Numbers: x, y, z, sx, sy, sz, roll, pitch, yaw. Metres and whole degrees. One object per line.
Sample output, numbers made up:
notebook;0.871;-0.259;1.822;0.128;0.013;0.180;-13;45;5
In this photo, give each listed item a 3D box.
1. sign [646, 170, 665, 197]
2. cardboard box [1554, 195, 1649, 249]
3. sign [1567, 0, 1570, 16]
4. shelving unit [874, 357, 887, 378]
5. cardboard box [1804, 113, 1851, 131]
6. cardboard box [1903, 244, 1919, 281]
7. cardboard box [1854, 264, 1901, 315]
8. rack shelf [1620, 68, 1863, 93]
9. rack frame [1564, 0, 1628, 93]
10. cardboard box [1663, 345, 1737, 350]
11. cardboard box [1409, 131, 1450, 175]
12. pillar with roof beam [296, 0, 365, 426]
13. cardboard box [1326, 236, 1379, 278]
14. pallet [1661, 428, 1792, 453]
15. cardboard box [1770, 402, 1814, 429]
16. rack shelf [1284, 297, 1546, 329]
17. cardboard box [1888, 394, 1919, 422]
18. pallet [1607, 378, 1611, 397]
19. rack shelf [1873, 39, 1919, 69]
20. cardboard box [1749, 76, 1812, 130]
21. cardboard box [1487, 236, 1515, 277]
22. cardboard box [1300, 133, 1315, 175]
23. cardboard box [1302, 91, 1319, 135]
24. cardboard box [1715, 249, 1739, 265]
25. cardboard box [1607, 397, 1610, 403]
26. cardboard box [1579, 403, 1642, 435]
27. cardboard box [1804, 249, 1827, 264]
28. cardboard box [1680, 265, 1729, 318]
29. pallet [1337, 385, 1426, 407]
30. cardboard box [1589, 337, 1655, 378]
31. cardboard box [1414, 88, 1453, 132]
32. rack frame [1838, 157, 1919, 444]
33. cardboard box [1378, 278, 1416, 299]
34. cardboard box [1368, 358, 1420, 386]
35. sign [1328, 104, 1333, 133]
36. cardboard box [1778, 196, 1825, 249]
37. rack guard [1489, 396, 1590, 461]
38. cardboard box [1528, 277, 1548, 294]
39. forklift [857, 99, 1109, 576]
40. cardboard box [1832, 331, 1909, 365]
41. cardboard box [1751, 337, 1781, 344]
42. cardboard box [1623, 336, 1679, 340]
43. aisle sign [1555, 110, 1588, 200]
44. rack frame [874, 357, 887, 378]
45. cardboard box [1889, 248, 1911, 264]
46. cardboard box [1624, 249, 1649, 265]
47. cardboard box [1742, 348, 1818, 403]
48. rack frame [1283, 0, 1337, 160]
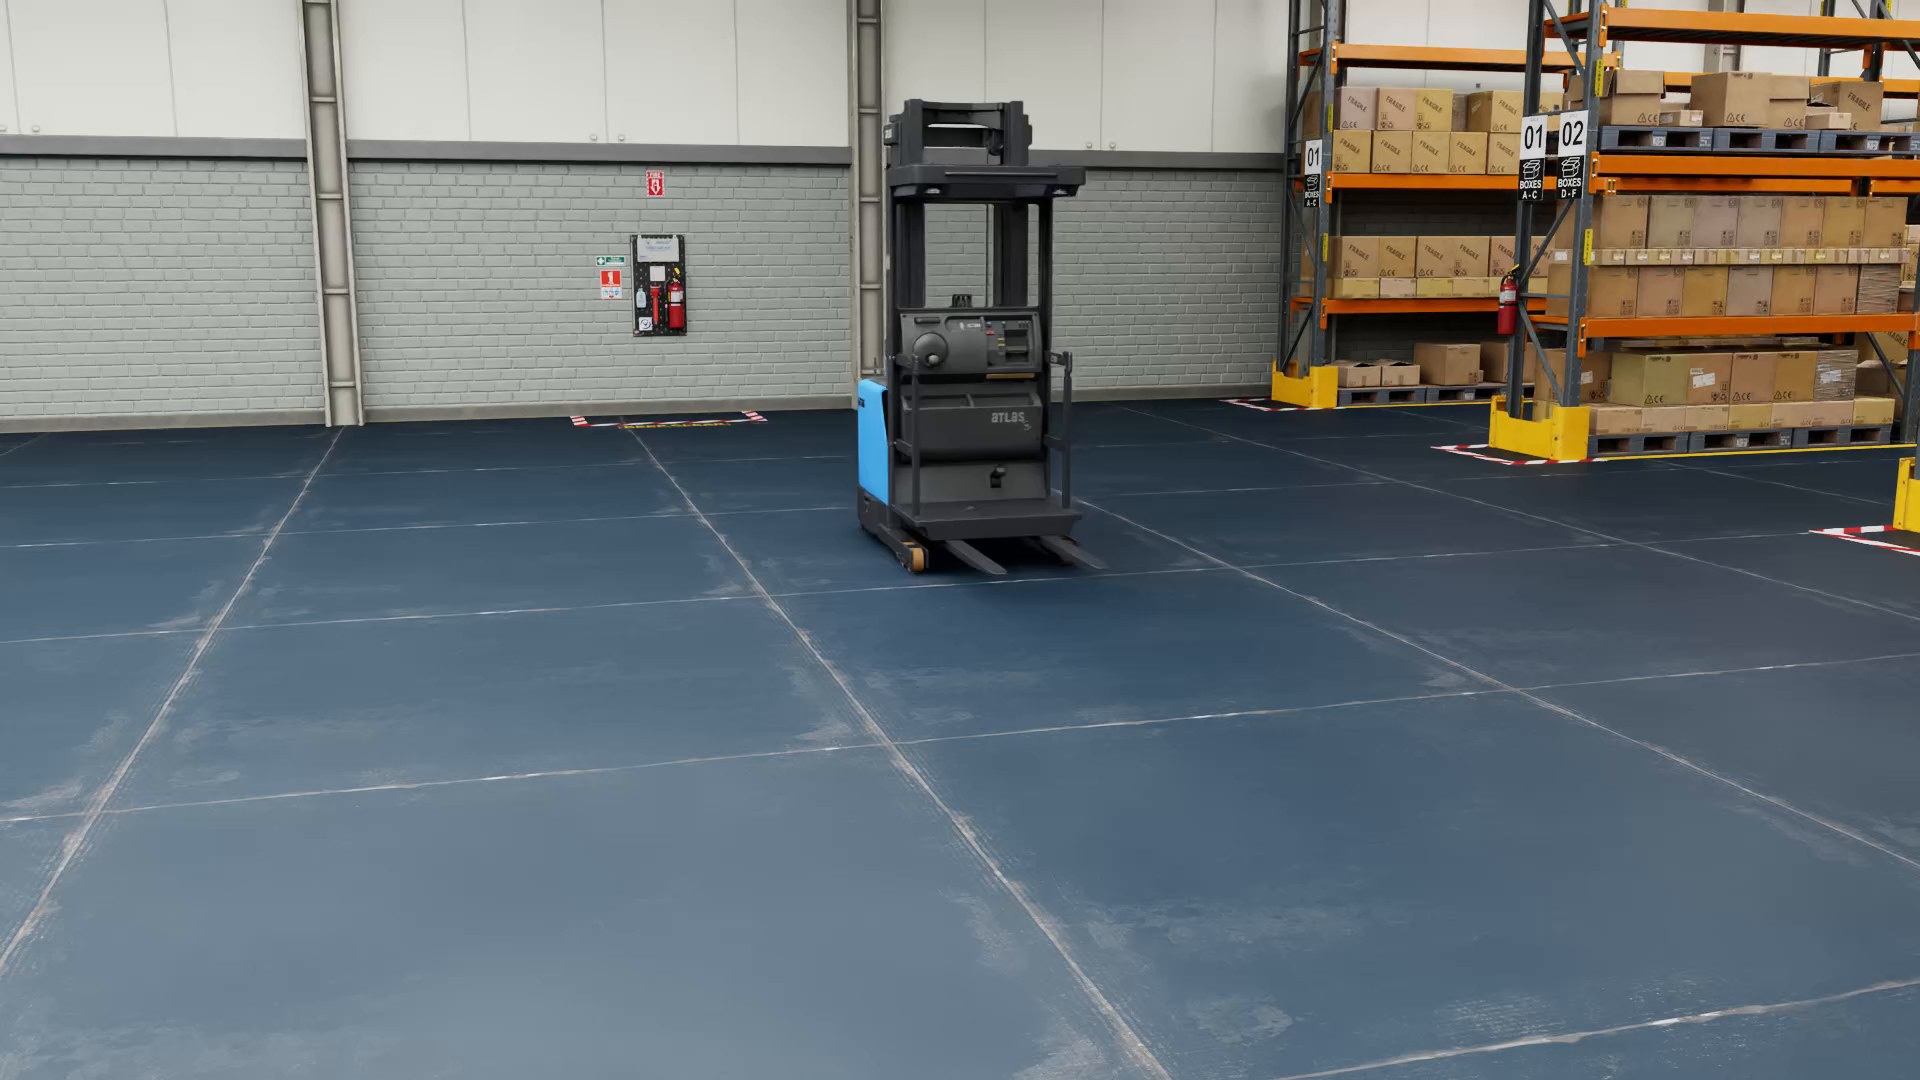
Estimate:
sign;-3.513;-4.108;19.176;0.199;0.298;0.001;-3;11;-16
cardboard box;6.127;-3.038;15.905;0.500;0.500;0.700;-3;11;-16
sign;7.916;-6.974;21.557;0.005;0.325;0.100;-3;11;-16
shelving unit;-0.357;-0.755;12.333;0.503;1.200;0.258;-5;12;-25
cardboard box;8.383;-4.048;16.111;0.250;0.149;0.380;-3;11;-16
cardboard box;12.961;-3.803;22.766;0.500;0.500;0.500;-3;11;-14
cardboard box;9.041;-2.555;16.863;0.500;0.500;0.700;-3;11;-17
rack shelf;9.997;-5.891;21.785;4.000;0.370;1.077;-3;11;-16
rack frame;8.077;-6.341;21.134;0.127;3.000;1.000;-3;11;-16
cardboard box;7.493;-1.707;16.897;0.500;0.500;0.500;-3;11;-16
cardboard box;5.650;-4.743;20.411;0.500;0.500;0.500;-2;11;-13
pillar with roof beam;-5.652;-4.968;13.680;0.400;9.000;9.100;-3;11;-16
cardboard box;4.779;-3.465;20.369;0.500;0.500;0.500;-3;11;-16
pallet;7.516;-1.063;16.735;1.213;0.211;1.003;-3;11;-16
cardboard box;8.122;-1.271;16.598;0.500;0.250;0.500;-3;11;-16
rack shelf;6.157;-2.935;21.192;4.000;0.370;1.077;-3;11;-16
cardboard box;9.922;-1.361;17.088;0.500;0.250;0.500;-3;11;-17
pallet;8.824;-2.058;22.145;1.213;0.211;1.003;-3;11;-16
rack shelf;11.385;-5.030;17.108;4.000;0.370;1.077;-3;11;-16
cardboard box;7.849;-4.269;16.335;0.637;0.503;0.797;-2;11;-10
cardboard box;6.745;-3.568;20.928;0.500;0.500;0.500;-3;11;-18
cardboard box;4.566;-4.787;20.649;0.500;0.500;0.500;-2;11;-12
cardboard box;4.577;-5.281;20.570;0.500;0.500;0.500;-3;11;-13
cardboard box;7.298;-2.743;16.094;0.250;0.149;0.380;-3;11;-17
cardboard box;6.534;-1.287;16.687;0.500;0.250;0.500;-3;11;-16
cardboard box;6.202;-1.170;16.049;0.500;0.250;0.500;-3;11;-16
cardboard box;8.286;-2.795;16.378;0.250;0.149;0.380;-3;11;-16
cardboard box;7.058;-2.449;16.288;0.500;0.500;0.700;-3;11;-16
pallet;5.099;-1.855;21.041;1.213;0.211;1.003;-3;11;-16
cardboard box;8.779;-2.417;22.082;0.500;0.500;0.700;-3;11;-14
cardboard box;5.659;-5.235;20.323;0.500;0.500;0.500;-3;11;-14
rack frame;9.465;-2.529;17.000;0.127;3.000;1.000;-3;11;-16
cardboard box;5.288;-3.122;20.580;0.500;0.250;0.500;-3;11;-18
cardboard box;5.473;-2.130;21.043;0.500;0.311;0.500;-2;11;-11
sign;4.388;-4.999;19.714;0.005;0.325;0.100;-3;11;-16
cardboard box;8.075;-3.142;16.469;0.500;0.500;0.700;-3;11;-16
rack guard;5.602;-1.096;16.121;0.348;0.500;1.175;-3;11;-16
cardboard box;7.226;-3.226;21.143;0.500;0.250;0.500;-3;11;-16
forklift;0.131;-1.310;10.568;1.130;2.935;3.031;-3;11;-15
cardboard box;12.660;-2.756;23.011;0.750;0.750;0.750;-3;11;-17
cardboard box;10.714;-2.528;22.684;0.500;0.500;0.700;-3;11;-16
cardboard box;9.201;-2.809;22.138;0.500;0.250;0.500;-3;11;-17
aisle sign;5.647;-3.549;15.358;0.004;0.787;0.394;-3;11;-16
rack frame;-0.577;-0.736;12.229;0.015;1.200;0.240;-5;12;-25
cardboard box;9.264;-2.846;16.656;0.250;0.149;0.380;-3;11;-16
cardboard box;6.314;-2.691;15.813;0.250;0.149;0.380;-3;11;-17
cardboard box;8.119;-1.642;16.542;0.500;0.500;0.500;-3;11;-16
rack frame;4.236;-6.138;20.034;0.127;3.000;1.000;-3;11;-16
